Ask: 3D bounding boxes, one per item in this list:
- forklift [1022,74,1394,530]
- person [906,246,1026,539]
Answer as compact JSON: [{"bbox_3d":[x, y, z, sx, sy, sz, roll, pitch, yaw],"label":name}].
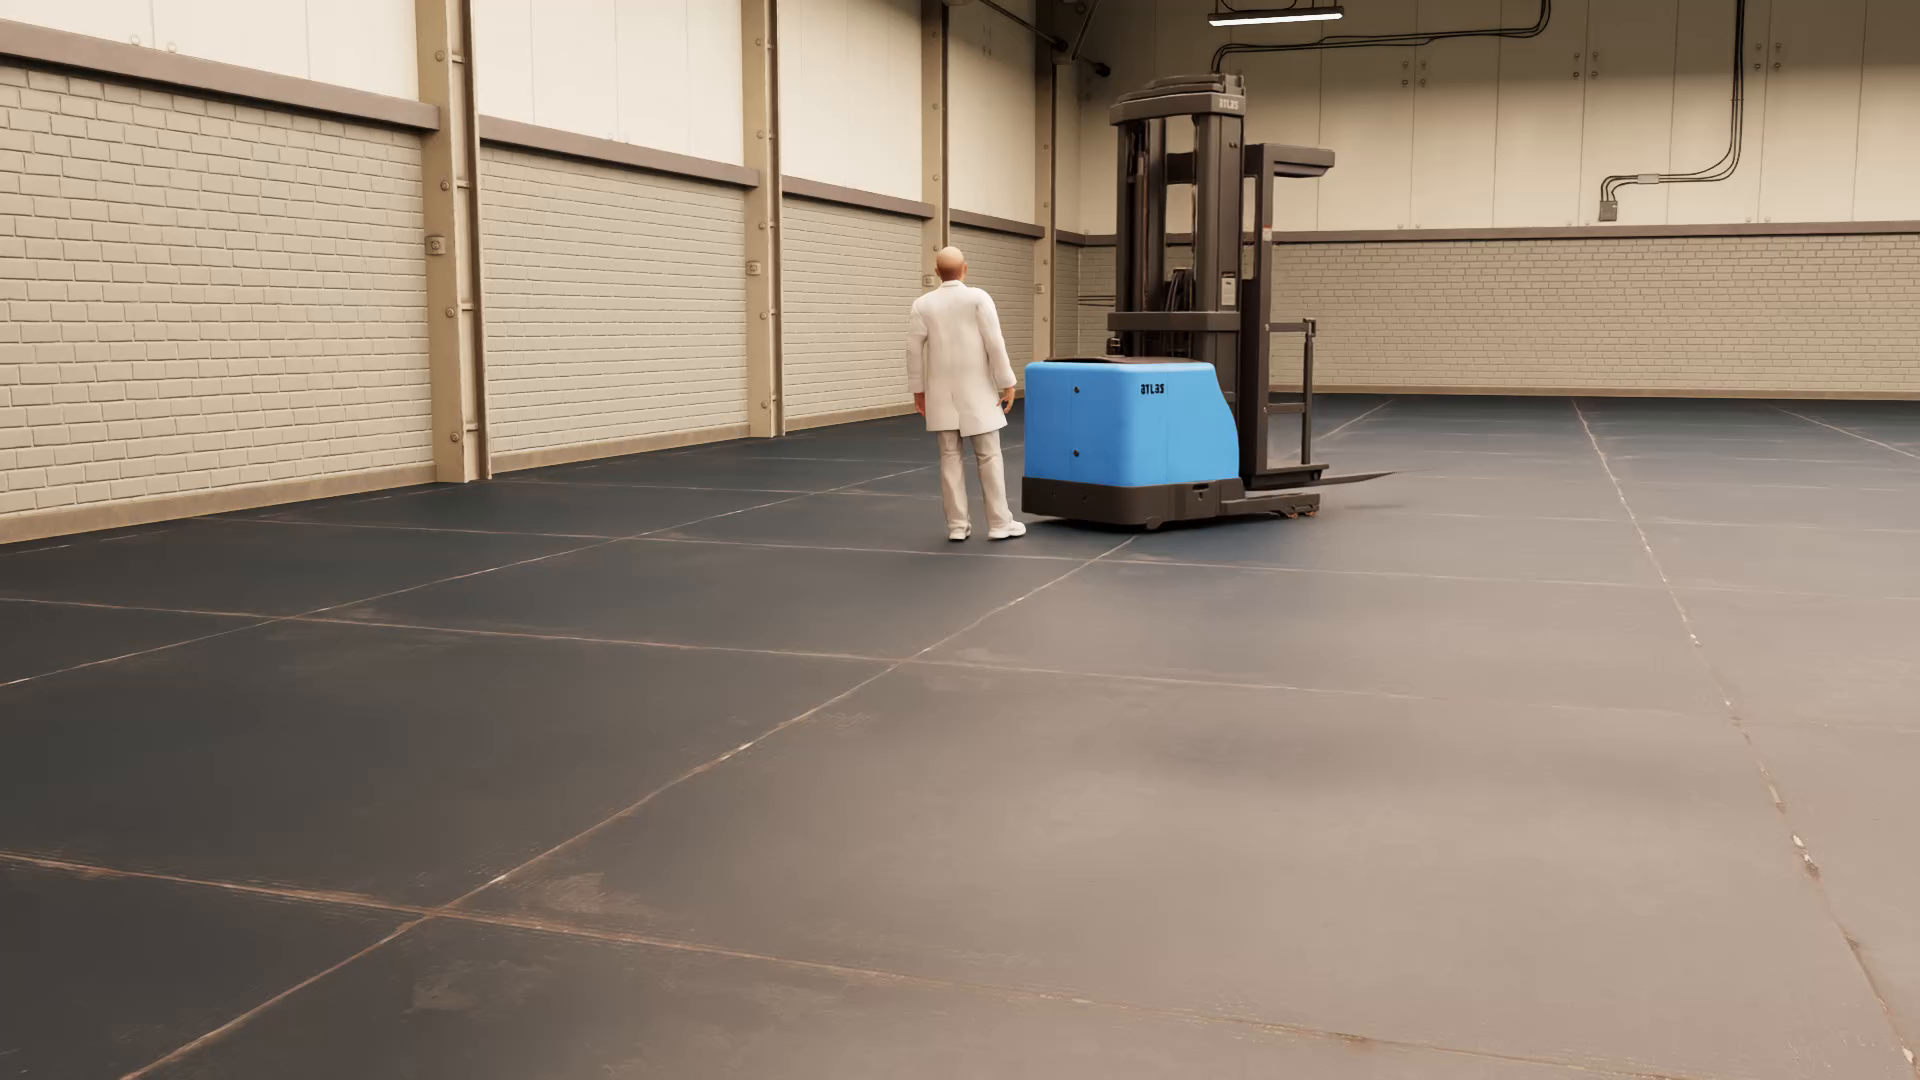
[{"bbox_3d":[1.873,-1.646,11.573,3.031,2.935,1.130,-6,10,-39],"label":"forklift"},{"bbox_3d":[0.033,-0.900,10.244,0.698,1.778,0.578,3,8,19],"label":"person"}]
